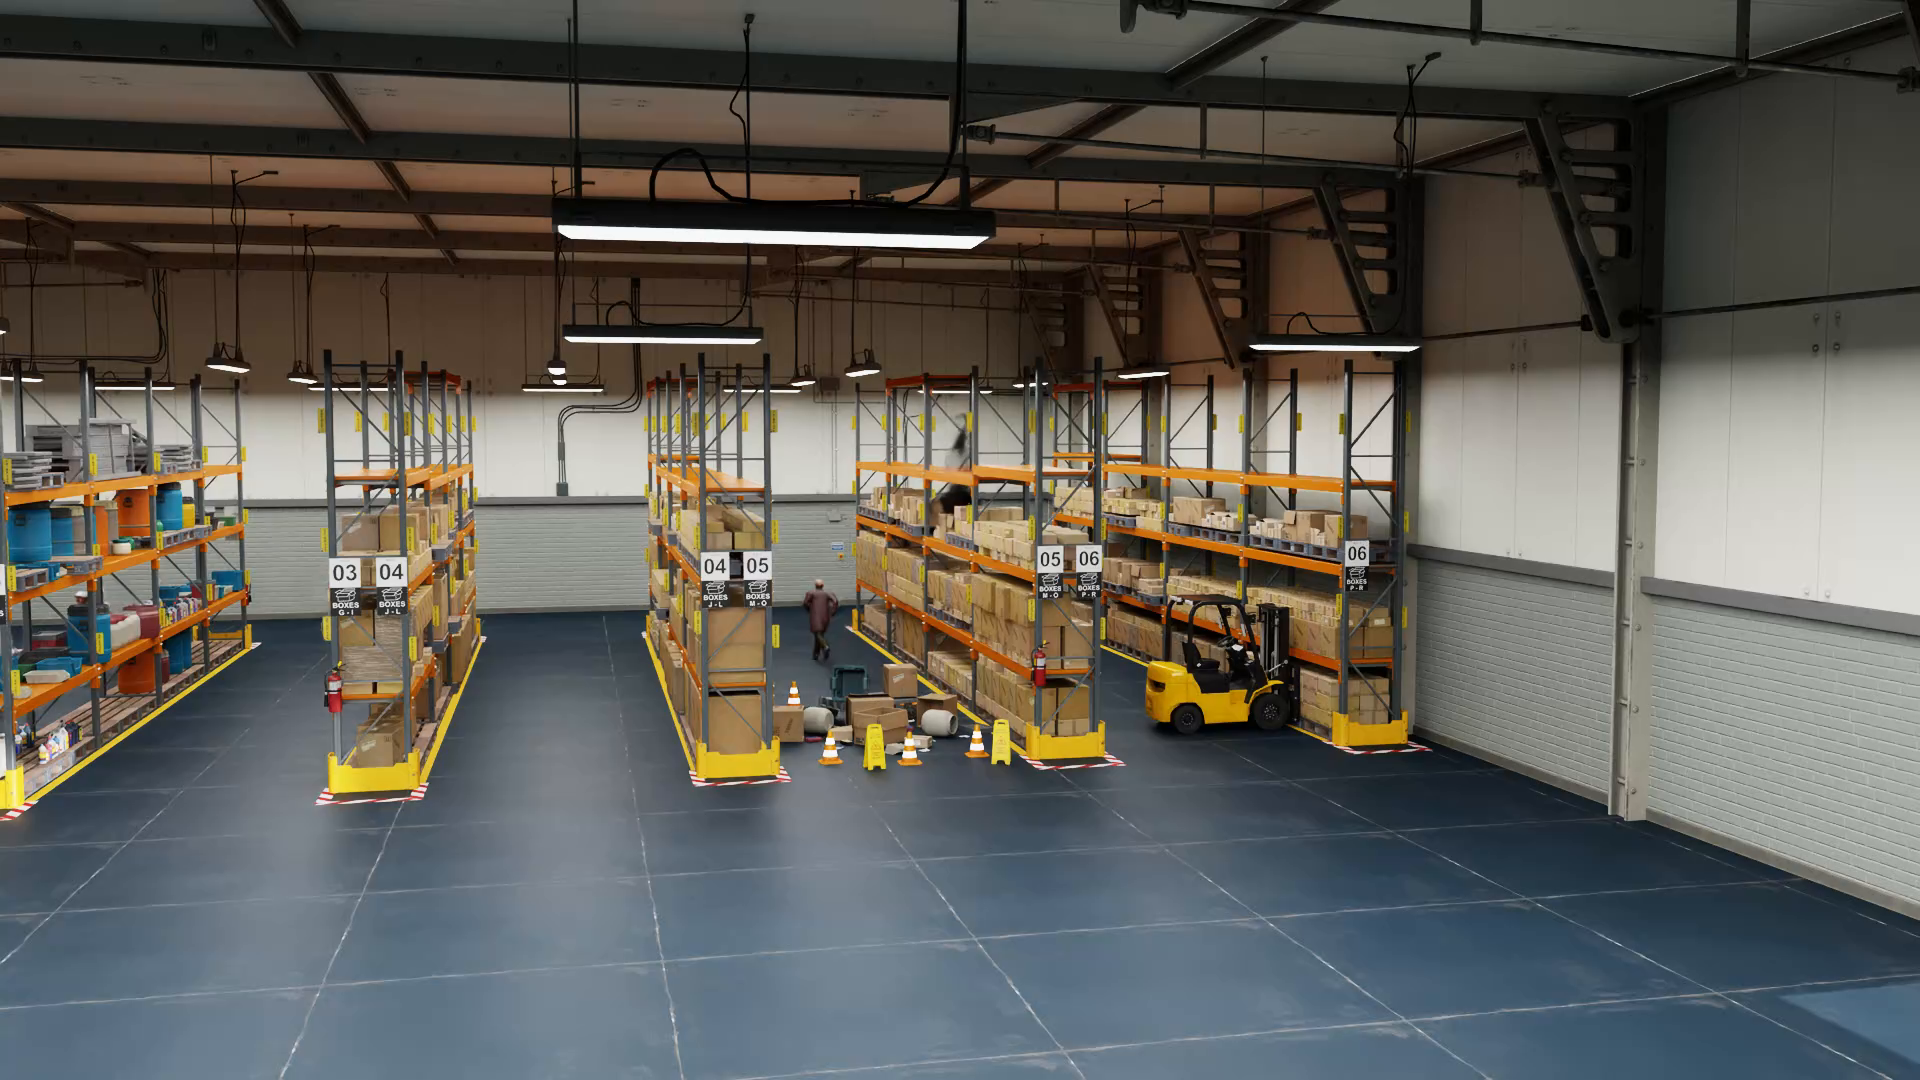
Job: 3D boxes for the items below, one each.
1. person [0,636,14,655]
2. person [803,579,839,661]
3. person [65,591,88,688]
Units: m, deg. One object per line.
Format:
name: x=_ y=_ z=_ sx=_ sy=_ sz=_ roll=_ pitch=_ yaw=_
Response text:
person: x=-16.720 y=2.227 z=28.812 sx=0.655 sy=1.628 sz=0.968 roll=-1 pitch=4 yaw=-17
person: x=-2.902 y=1.811 z=34.752 sx=0.712 sy=1.591 sz=1.184 roll=-2 pitch=4 yaw=-22
person: x=-16.830 y=1.880 z=32.041 sx=0.694 sy=1.820 sz=0.953 roll=0 pitch=4 yaw=0
